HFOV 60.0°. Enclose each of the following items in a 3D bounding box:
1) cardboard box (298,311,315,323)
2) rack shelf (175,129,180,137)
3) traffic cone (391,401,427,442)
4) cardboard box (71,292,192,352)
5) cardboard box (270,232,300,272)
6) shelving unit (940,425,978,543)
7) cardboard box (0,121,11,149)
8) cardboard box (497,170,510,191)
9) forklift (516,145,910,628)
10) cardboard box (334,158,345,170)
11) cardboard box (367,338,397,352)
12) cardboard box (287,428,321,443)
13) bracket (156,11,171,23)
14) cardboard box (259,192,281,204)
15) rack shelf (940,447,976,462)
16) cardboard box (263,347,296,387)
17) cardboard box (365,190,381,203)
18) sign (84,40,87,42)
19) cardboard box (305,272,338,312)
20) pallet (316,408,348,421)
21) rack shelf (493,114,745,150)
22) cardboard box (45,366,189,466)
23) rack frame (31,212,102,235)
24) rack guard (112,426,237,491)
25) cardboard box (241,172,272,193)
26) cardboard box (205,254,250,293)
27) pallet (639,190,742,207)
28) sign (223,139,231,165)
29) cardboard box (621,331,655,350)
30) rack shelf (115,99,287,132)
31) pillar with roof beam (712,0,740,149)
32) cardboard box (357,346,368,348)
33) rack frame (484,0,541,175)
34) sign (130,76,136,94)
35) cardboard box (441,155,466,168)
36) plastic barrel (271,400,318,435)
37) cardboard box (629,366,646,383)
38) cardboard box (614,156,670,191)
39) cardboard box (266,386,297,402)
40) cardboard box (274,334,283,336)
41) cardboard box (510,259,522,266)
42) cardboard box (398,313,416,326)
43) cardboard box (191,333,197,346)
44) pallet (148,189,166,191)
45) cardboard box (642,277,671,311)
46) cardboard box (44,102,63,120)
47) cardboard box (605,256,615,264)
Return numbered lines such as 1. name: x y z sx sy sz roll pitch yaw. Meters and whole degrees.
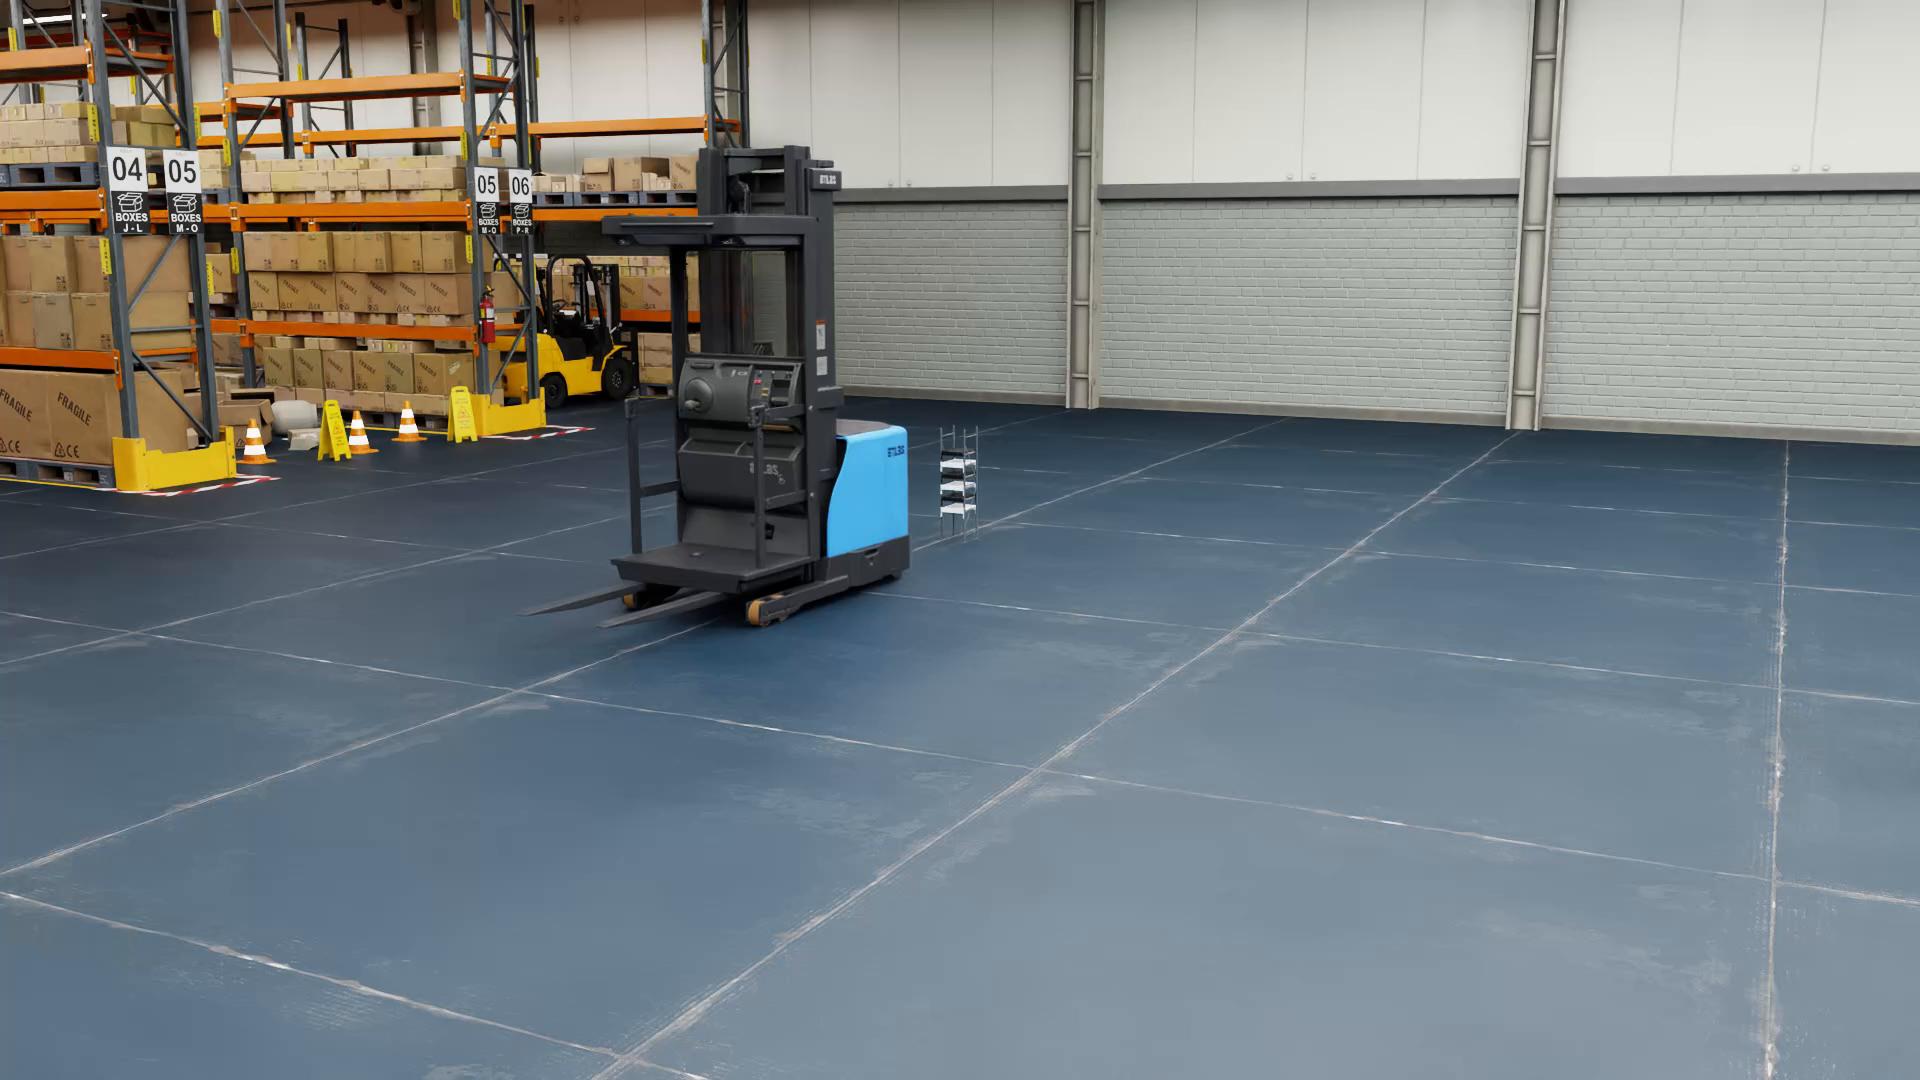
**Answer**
1. cardboard box: -8.345 -2.903 21.554 0.250 0.149 0.380 5 12 28
2. rack shelf: -15.968 -7.333 30.509 4.000 0.370 1.077 5 11 26
3. traffic cone: -6.563 -1.420 19.777 0.334 0.463 0.336 5 11 26
4. cardboard box: -8.059 -2.138 16.198 0.550 0.550 0.875 5 11 26
5. cardboard box: -8.446 -3.730 21.494 0.500 0.500 0.700 5 11 26
6. shelving unit: -0.007 -0.443 13.154 0.210 0.900 0.258 5 11 26
7. cardboard box: -9.167 -3.920 16.168 0.500 0.250 0.500 5 11 25
8. cardboard box: -5.939 -4.471 20.676 0.500 0.250 0.500 5 11 25
9. forklift: -1.524 -0.998 10.516 1.130 2.935 3.031 6 12 29
10. cardboard box: -7.625 -4.714 20.899 0.250 0.149 0.380 5 12 27
11. cardboard box: -7.259 -2.463 21.033 0.250 0.149 0.380 6 12 28
12. cardboard box: -7.675 -1.218 19.544 0.380 0.149 0.250 -7 12 -33
13. bracket: -14.185 -9.412 29.858 0.430 0.232 0.235 5 11 26
14. cardboard box: -8.813 -4.414 21.481 0.250 0.149 0.380 5 11 26
15. rack shelf: -0.007 -0.676 13.111 0.200 0.077 0.258 5 11 26
16. cardboard box: -8.784 -2.289 21.889 0.500 0.500 0.500 6 12 29
17. cardboard box: -7.186 -4.282 20.748 0.250 0.149 0.380 5 11 24
18. sign: -12.549 -7.009 23.844 0.005 0.325 0.100 5 11 26
19. cardboard box: -8.017 -3.195 21.342 0.500 0.500 0.500 5 11 25
20. pallet: -8.576 -1.736 22.231 1.213 0.211 1.003 5 11 26
21. rack shelf: -5.207 -6.192 25.320 4.000 0.370 1.077 5 11 26
22. cardboard box: -8.343 -1.246 16.479 0.875 0.875 0.875 5 11 26
23. rack frame: -12.781 -3.471 23.985 0.127 3.000 1.000 5 11 26
24. rack guard: -7.684 -0.810 16.302 0.348 0.500 1.175 5 11 26
25. cardboard box: -8.920 -4.626 21.530 0.500 0.250 0.500 5 11 25
26. cardboard box: -9.709 -3.558 22.169 0.500 0.500 0.500 5 11 25
27. pallet: -4.036 -5.126 24.955 1.213 0.211 1.003 5 11 26
28. sign: -9.436 -4.991 21.404 0.005 0.325 0.100 5 11 26
29. cardboard box: -4.882 -3.043 25.355 0.500 0.250 0.500 5 11 27
30. rack shelf: -10.987 -5.714 22.680 4.000 0.370 1.077 5 11 26
31. pillar with roof beam: -5.544 -6.097 21.649 0.400 9.000 9.100 5 11 26
32. cardboard box: -7.629 -2.295 21.922 0.500 0.500 0.500 6 12 29
33. rack frame: -7.001 -6.901 26.091 0.127 3.000 1.000 5 11 26
34. sign: -14.431 -7.944 29.013 0.005 0.325 0.100 5 11 26
35. cardboard box: -6.040 -4.565 20.073 0.250 0.149 0.380 5 11 26
36. plastic barrel: -8.129 -1.494 20.295 0.512 0.421 0.421 -4 11 -23
37. cardboard box: -4.861 -2.555 25.468 0.500 0.250 0.500 5 11 26
38. cardboard box: -4.792 -5.507 25.073 0.500 0.500 0.700 5 11 26
39. cardboard box: -8.784 -1.920 21.956 0.500 0.250 0.500 4 11 23
40. cardboard box: -11.618 -3.603 28.731 0.250 0.149 0.380 5 11 24
41. cardboard box: -6.846 -4.391 26.132 0.250 0.149 0.380 5 12 27
42. cardboard box: -6.777 -2.753 20.727 0.250 0.149 0.380 5 12 27
43. cardboard box: -13.359 -3.441 29.661 0.500 0.500 0.500 5 11 25
44. pallet: -10.631 -4.686 22.805 1.003 0.211 1.213 5 11 26
45. cardboard box: -4.432 -3.722 25.091 0.500 0.500 0.500 5 12 28
46. cardboard box: -8.381 -4.035 15.685 0.250 0.149 0.380 5 11 26
47. cardboard box: -5.206 -4.263 25.423 0.250 0.149 0.380 5 11 27
